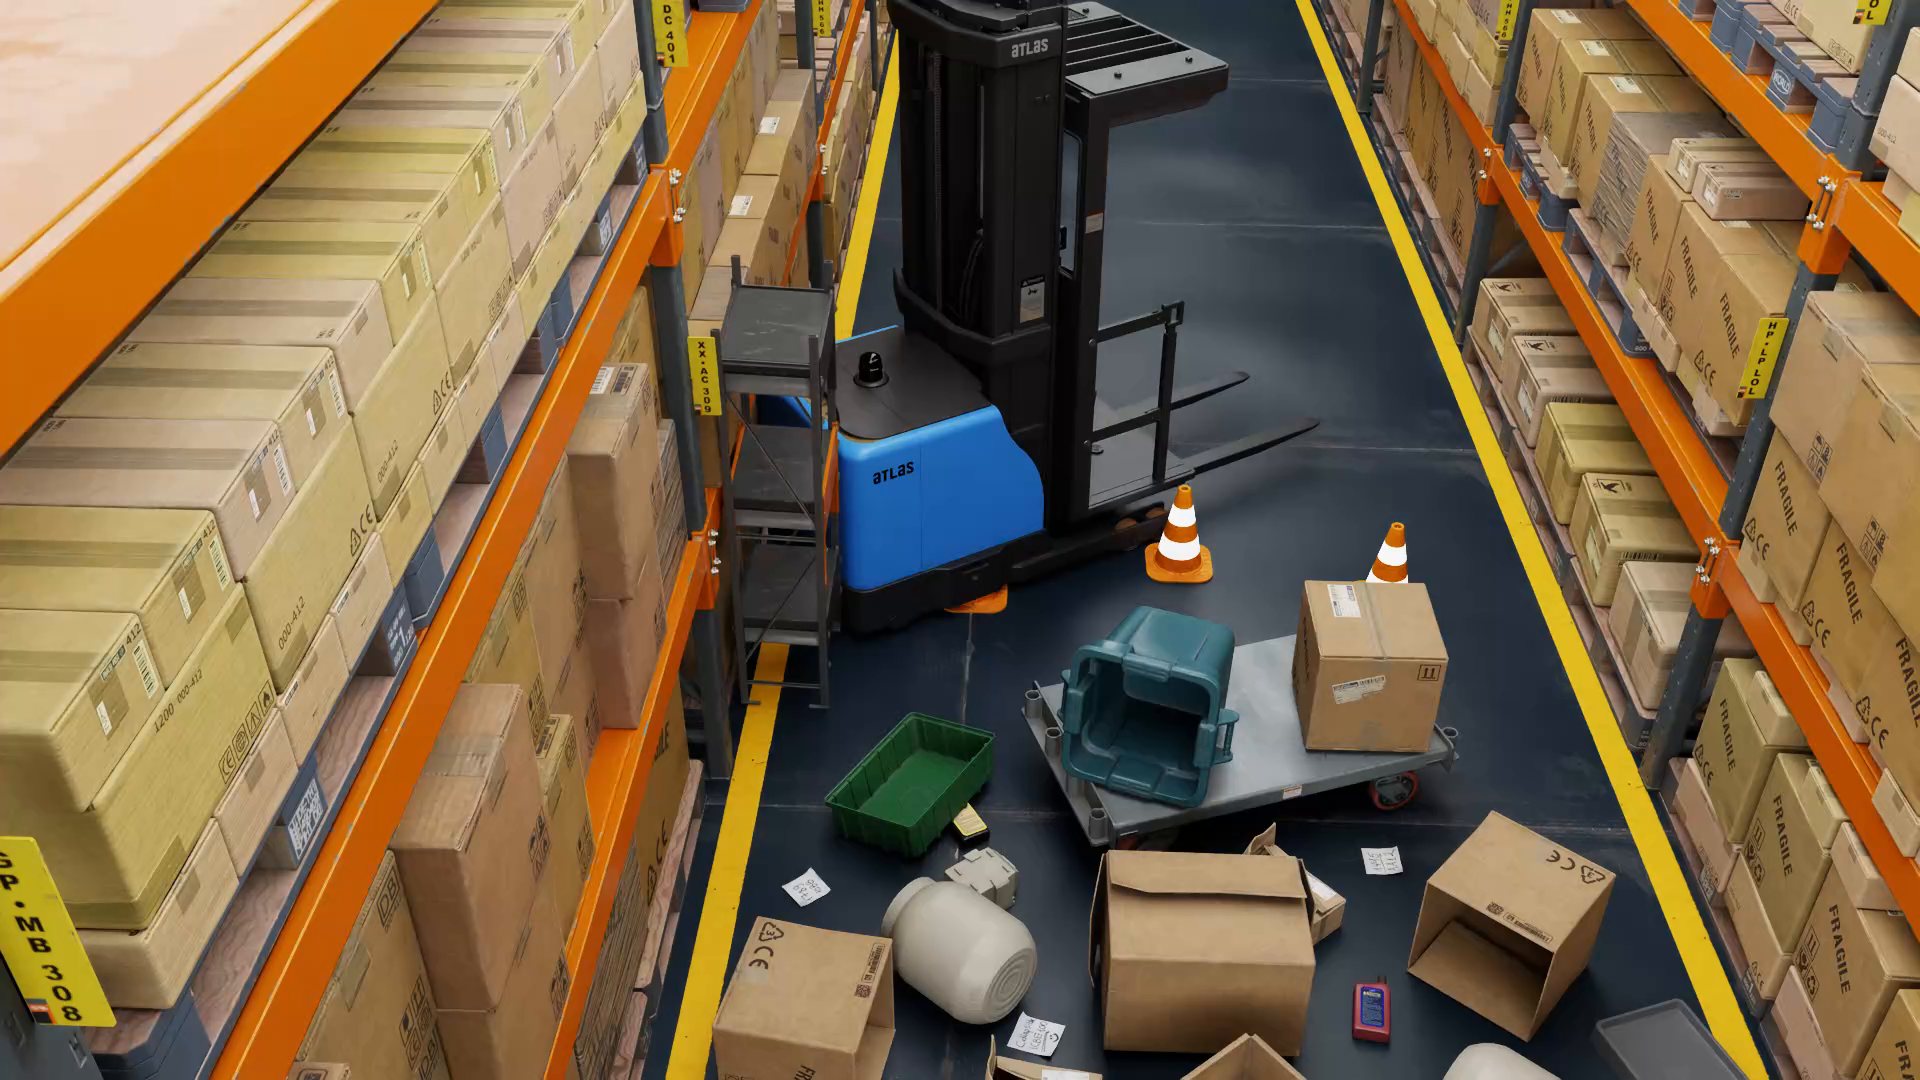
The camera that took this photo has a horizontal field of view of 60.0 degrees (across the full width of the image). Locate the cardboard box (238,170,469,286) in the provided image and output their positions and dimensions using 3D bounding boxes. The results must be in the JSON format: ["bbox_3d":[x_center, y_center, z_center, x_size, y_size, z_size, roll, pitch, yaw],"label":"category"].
[{"bbox_3d":[-1.261,-0.654,3.481,0.380,0.149,0.250,2,35,3],"label":"cardboard box"}]

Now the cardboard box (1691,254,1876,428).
[{"bbox_3d":[3.245,-0.776,6.480,0.500,0.500,0.500,1,35,1],"label":"cardboard box"}]

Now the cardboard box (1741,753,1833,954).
[{"bbox_3d":[3.153,1.117,5.872,0.500,0.500,0.500,3,35,4],"label":"cardboard box"}]

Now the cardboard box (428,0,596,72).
[{"bbox_3d":[-1.211,-1.383,4.519,0.380,0.149,0.250,1,35,2],"label":"cardboard box"}]

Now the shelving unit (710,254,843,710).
[{"bbox_3d":[-0.749,-0.173,7.055,0.431,2.100,0.503,4,43,1],"label":"shelving unit"}]

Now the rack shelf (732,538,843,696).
[{"bbox_3d":[-0.774,0.345,7.546,0.431,0.518,0.480,4,43,1],"label":"rack shelf"}]

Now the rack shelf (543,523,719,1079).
[{"bbox_3d":[-1.575,1.217,4.981,1.077,0.370,4.000,1,35,2],"label":"rack shelf"}]

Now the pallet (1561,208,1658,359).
[{"bbox_3d":[3.578,-1.252,8.035,1.003,0.211,1.213,1,35,2],"label":"pallet"}]

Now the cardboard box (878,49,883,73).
[{"bbox_3d":[-0.837,-4.030,13.936,0.380,0.149,0.250,0,35,0],"label":"cardboard box"}]

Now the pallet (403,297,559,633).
[{"bbox_3d":[-1.589,-0.249,3.909,1.003,0.211,1.213,1,35,2],"label":"pallet"}]

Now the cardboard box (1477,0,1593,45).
[{"bbox_3d":[3.376,-3.222,9.714,0.500,0.500,0.500,0,35,1],"label":"cardboard box"}]

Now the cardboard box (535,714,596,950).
[{"bbox_3d":[-1.557,0.855,4.740,0.875,0.550,0.500,1,35,2],"label":"cardboard box"}]

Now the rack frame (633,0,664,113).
[{"bbox_3d":[-1.494,-2.681,4.685,1.000,3.000,0.127,1,35,2],"label":"rack frame"}]

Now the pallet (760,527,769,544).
[{"bbox_3d":[-1.492,-0.234,8.845,1.003,0.211,1.213,1,35,2],"label":"pallet"}]

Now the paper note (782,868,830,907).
[{"bbox_3d":[-0.616,1.395,6.684,0.147,0.020,0.142,-24,42,-30],"label":"paper note"}]

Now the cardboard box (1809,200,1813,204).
[{"bbox_3d":[3.814,-1.339,7.282,0.500,0.500,0.500,1,35,2],"label":"cardboard box"}]

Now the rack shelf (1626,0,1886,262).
[{"bbox_3d":[3.536,-2.252,7.309,1.077,0.370,4.000,1,35,2],"label":"rack shelf"}]

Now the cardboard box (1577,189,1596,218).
[{"bbox_3d":[3.352,-1.740,8.415,0.380,0.149,0.250,3,35,5],"label":"cardboard box"}]

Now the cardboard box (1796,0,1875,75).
[{"bbox_3d":[3.335,-1.847,5.872,0.500,0.250,0.500,1,35,1],"label":"cardboard box"}]

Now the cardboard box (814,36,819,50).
[{"bbox_3d":[-1.093,-3.155,10.430,0.380,0.149,0.250,3,35,4],"label":"cardboard box"}]

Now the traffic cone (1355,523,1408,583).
[{"bbox_3d":[2.107,0.123,8.119,0.336,0.463,0.334,1,35,2],"label":"traffic cone"}]

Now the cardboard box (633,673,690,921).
[{"bbox_3d":[-1.589,0.831,6.388,0.875,0.875,0.875,2,35,3],"label":"cardboard box"}]

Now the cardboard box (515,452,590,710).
[{"bbox_3d":[-1.608,0.107,4.865,0.875,0.550,0.550,1,35,2],"label":"cardboard box"}]

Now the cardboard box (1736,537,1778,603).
[{"bbox_3d":[3.123,0.106,6.155,0.380,0.149,0.250,1,35,2],"label":"cardboard box"}]

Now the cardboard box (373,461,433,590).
[{"bbox_3d":[-1.281,-0.035,3.295,0.380,0.149,0.250,1,35,2],"label":"cardboard box"}]

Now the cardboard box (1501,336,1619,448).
[{"bbox_3d":[3.562,-0.817,9.169,0.950,0.372,0.625,1,35,1],"label":"cardboard box"}]

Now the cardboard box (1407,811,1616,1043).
[{"bbox_3d":[2.053,1.435,6.216,0.500,0.500,0.500,28,44,33],"label":"cardboard box"}]

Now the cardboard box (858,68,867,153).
[{"bbox_3d":[-0.972,-3.246,12.515,0.500,0.500,0.500,1,35,1],"label":"cardboard box"}]

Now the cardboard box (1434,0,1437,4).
[{"bbox_3d":[3.420,-3.783,11.166,0.500,0.250,0.500,0,35,0],"label":"cardboard box"}]

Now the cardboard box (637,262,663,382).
[{"bbox_3d":[-1.480,-0.962,6.499,0.700,0.500,0.500,1,35,1],"label":"cardboard box"}]

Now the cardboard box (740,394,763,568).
[{"bbox_3d":[-1.517,-0.391,8.235,1.050,0.750,0.750,1,35,2],"label":"cardboard box"}]

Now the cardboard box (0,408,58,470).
[{"bbox_3d":[-1.894,-0.004,2.903,0.500,0.250,0.500,1,35,2],"label":"cardboard box"}]

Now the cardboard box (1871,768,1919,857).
[{"bbox_3d":[3.062,0.841,5.109,0.380,0.149,0.250,1,35,2],"label":"cardboard box"}]

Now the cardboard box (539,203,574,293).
[{"bbox_3d":[-1.230,-0.764,4.331,0.380,0.149,0.250,2,35,3],"label":"cardboard box"}]

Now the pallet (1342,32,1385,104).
[{"bbox_3d":[3.886,-4.061,14.290,1.003,0.211,1.213,1,35,2],"label":"pallet"}]

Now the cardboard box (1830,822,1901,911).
[{"bbox_3d":[3.071,1.064,5.383,0.380,0.149,0.250,3,35,5],"label":"cardboard box"}]

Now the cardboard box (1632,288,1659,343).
[{"bbox_3d":[3.210,-0.988,7.346,0.380,0.149,0.250,2,35,2],"label":"cardboard box"}]

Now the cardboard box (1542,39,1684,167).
[{"bbox_3d":[3.353,-2.250,8.578,0.500,0.500,0.500,3,35,4],"label":"cardboard box"}]

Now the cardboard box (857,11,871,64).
[{"bbox_3d":[-0.950,-3.845,12.715,0.500,0.250,0.500,0,35,1],"label":"cardboard box"}]

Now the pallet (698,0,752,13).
[{"bbox_3d":[-1.348,-2.661,7.429,1.003,0.211,1.213,3,35,4],"label":"pallet"}]

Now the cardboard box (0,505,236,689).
[{"bbox_3d":[-1.312,0.080,2.438,0.380,0.149,0.250,2,35,2],"label":"cardboard box"}]

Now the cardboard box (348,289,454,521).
[{"bbox_3d":[-1.340,-0.282,3.299,0.500,0.250,0.500,1,35,2],"label":"cardboard box"}]

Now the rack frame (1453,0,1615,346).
[{"bbox_3d":[3.616,-2.469,9.599,1.000,3.000,0.127,1,35,2],"label":"rack frame"}]

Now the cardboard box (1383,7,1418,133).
[{"bbox_3d":[3.832,-3.711,12.850,0.875,0.875,0.875,2,35,3],"label":"cardboard box"}]

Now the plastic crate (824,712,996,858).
[{"bbox_3d":[-0.192,1.030,7.016,0.450,0.188,0.662,11,35,32],"label":"plastic crate"}]

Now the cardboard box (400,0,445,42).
[{"bbox_3d":[-1.794,-1.453,4.965,0.500,0.250,0.500,2,35,2],"label":"cardboard box"}]

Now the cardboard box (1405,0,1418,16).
[{"bbox_3d":[3.440,-3.867,11.720,0.500,0.250,0.500,1,35,2],"label":"cardboard box"}]

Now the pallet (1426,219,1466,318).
[{"bbox_3d":[3.723,-1.779,11.043,1.003,0.211,1.213,1,35,2],"label":"pallet"}]

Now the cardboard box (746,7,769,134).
[{"bbox_3d":[-1.381,-2.426,8.583,0.700,0.500,0.500,1,35,1],"label":"cardboard box"}]

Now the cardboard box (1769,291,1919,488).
[{"bbox_3d":[3.221,-0.494,5.575,0.700,0.500,0.500,1,35,1],"label":"cardboard box"}]

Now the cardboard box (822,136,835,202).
[{"bbox_3d":[-1.064,-2.371,10.618,0.500,0.250,0.500,0,35,0],"label":"cardboard box"}]

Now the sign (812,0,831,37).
[{"bbox_3d":[-0.779,-2.988,9.331,0.100,0.325,0.005,1,35,2],"label":"sign"}]

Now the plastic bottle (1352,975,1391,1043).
[{"bbox_3d":[1.530,1.730,6.181,0.133,0.061,0.283,7,36,10],"label":"plastic bottle"}]

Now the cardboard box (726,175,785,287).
[{"bbox_3d":[-1.141,-1.432,8.038,0.500,0.500,0.500,2,35,3],"label":"cardboard box"}]

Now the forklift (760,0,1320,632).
[{"bbox_3d":[0.535,-1.385,8.117,3.031,2.935,1.130,-19,39,-25],"label":"forklift"}]

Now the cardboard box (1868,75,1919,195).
[{"bbox_3d":[3.165,-1.212,5.074,0.500,0.250,0.500,1,35,1],"label":"cardboard box"}]
